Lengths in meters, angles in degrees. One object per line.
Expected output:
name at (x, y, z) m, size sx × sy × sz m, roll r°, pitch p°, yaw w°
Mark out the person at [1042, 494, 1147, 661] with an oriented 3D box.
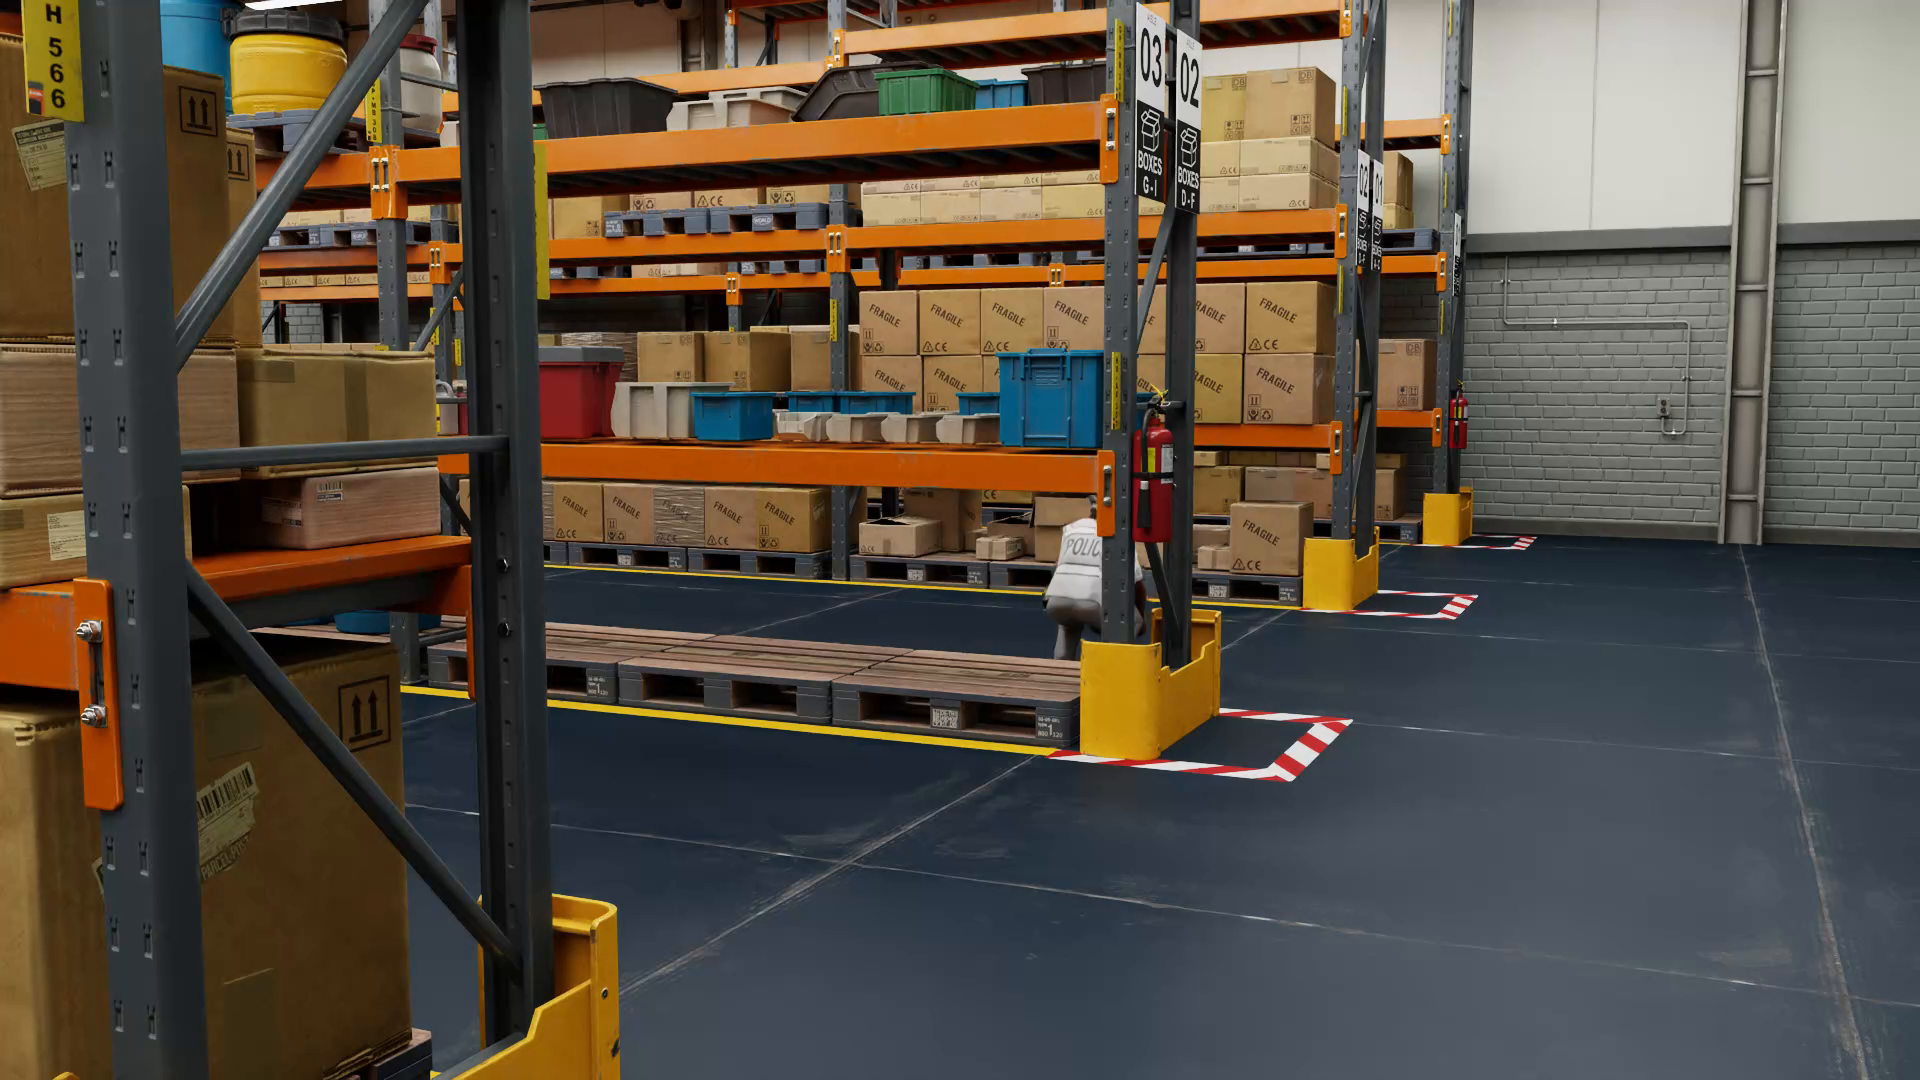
person at (0.757, 0.256, 9.199) m, size 0.464 × 0.996 × 0.811 m, roll 3°, pitch 6°, yaw 29°
